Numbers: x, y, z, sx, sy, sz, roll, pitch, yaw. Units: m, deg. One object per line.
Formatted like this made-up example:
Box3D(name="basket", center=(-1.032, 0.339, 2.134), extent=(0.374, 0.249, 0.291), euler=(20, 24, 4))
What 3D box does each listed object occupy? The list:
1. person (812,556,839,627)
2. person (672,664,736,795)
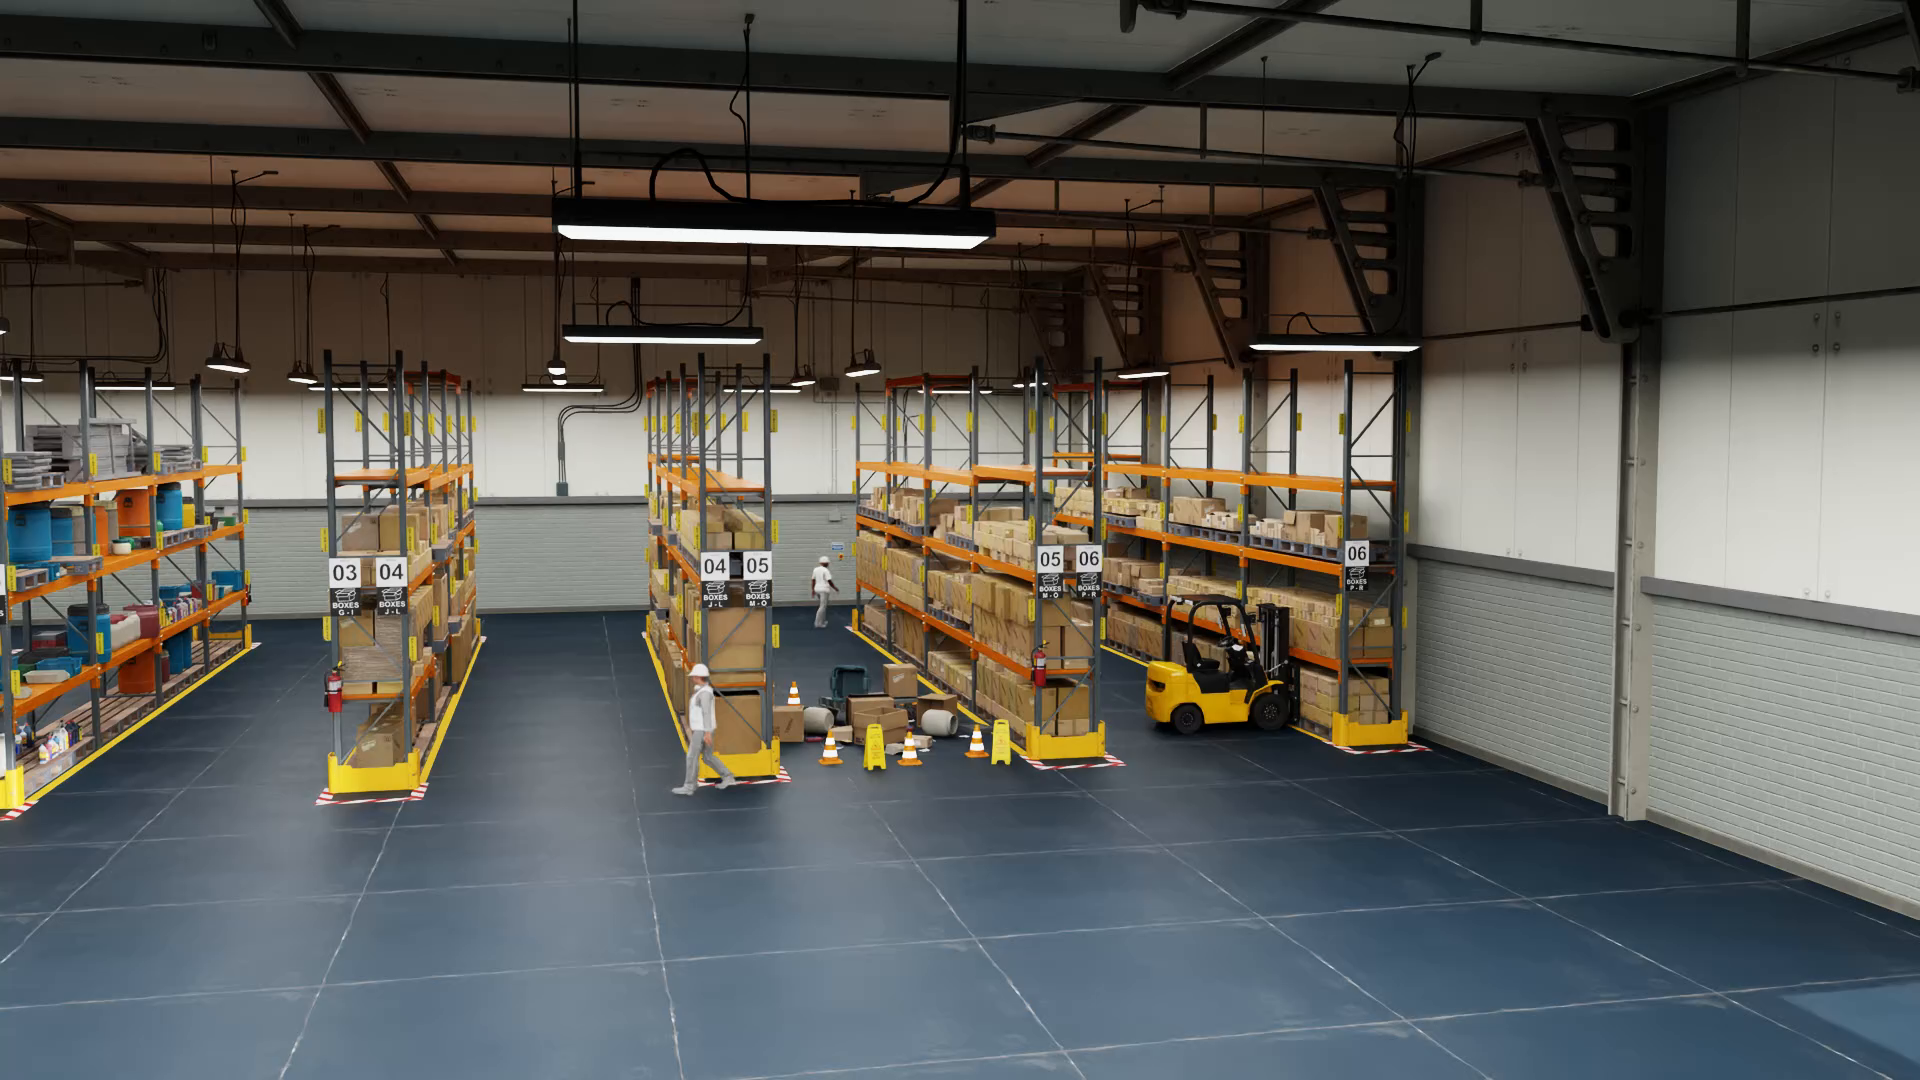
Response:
Box3D(name="person", center=(-3.385, 1.277, 41.033), extent=(0.699, 1.746, 0.627), euler=(-3, 5, -40))
Box3D(name="person", center=(-3.485, 2.564, 22.594), extent=(0.843, 1.755, 0.590), euler=(0, 4, -6))
